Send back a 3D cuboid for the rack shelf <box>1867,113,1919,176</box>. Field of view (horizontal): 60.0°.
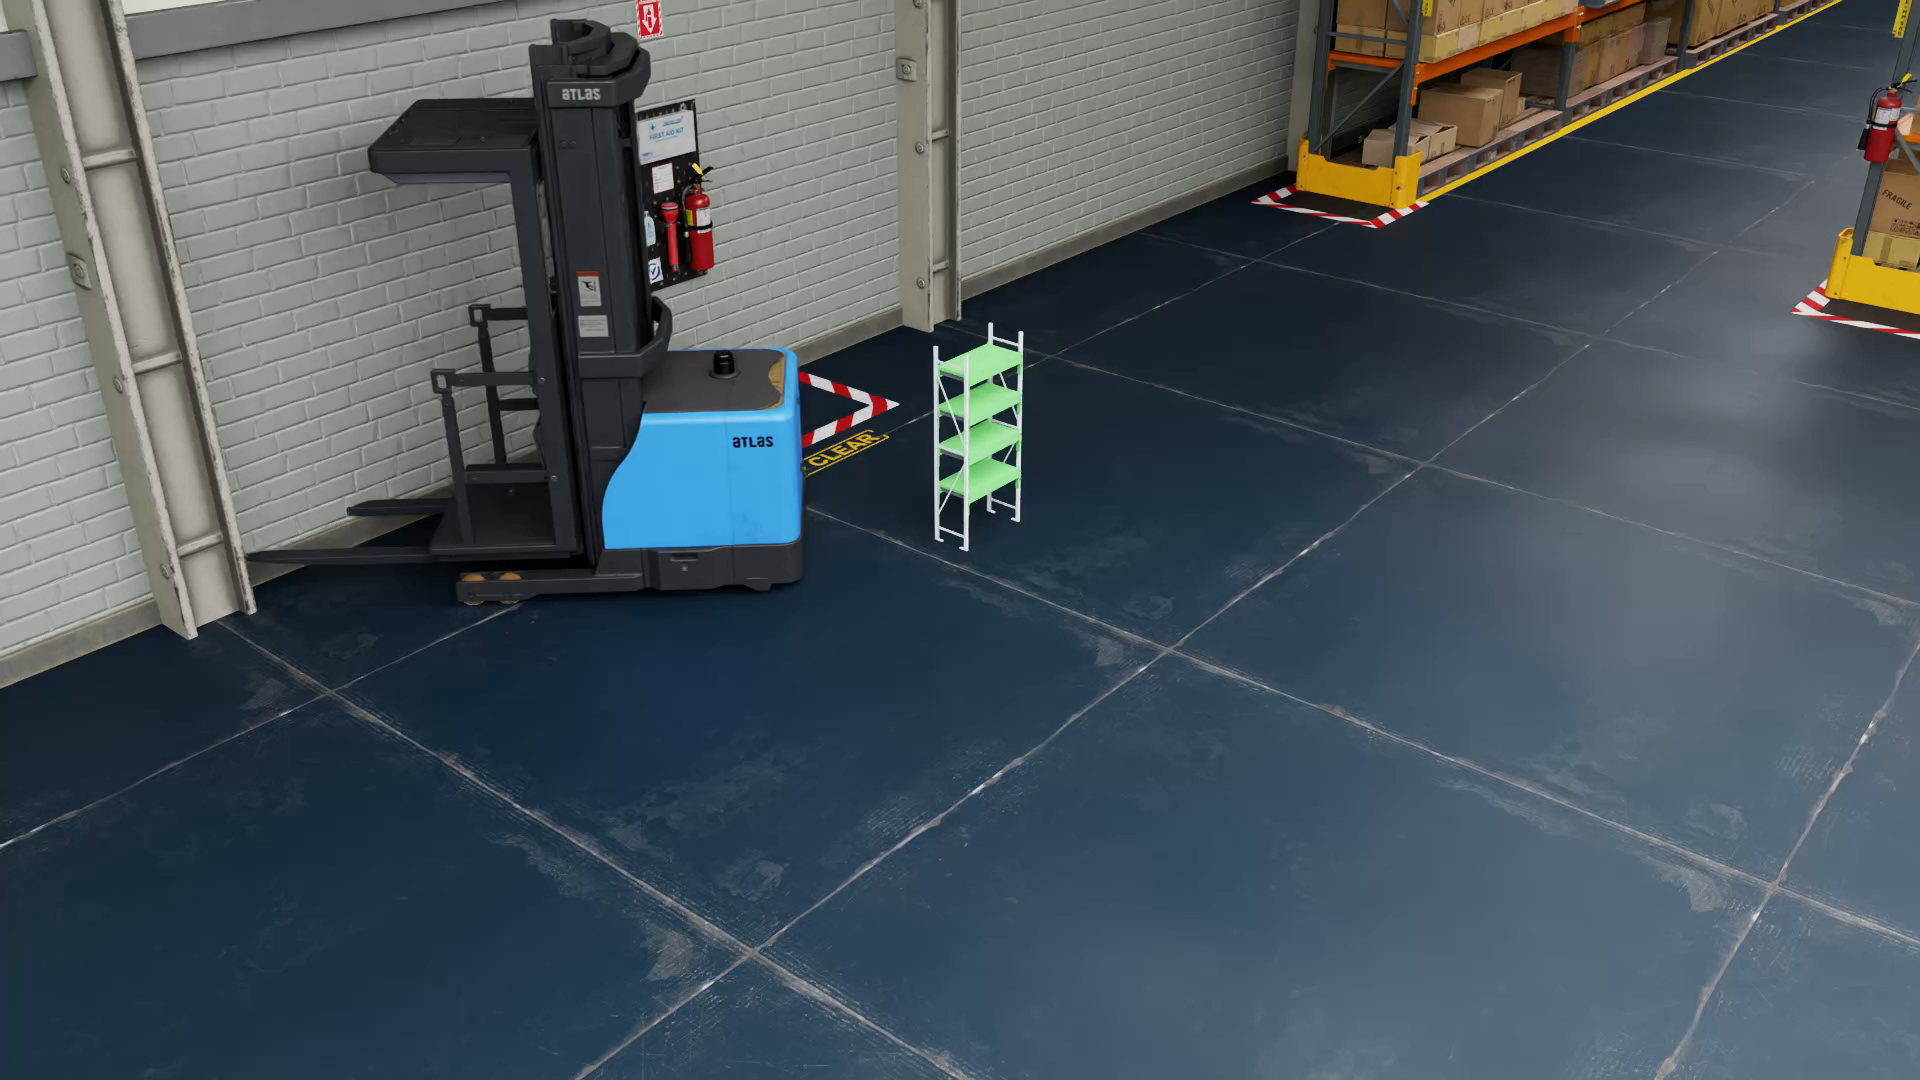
[{"bbox_3d":[8.906,-3.619,14.264,1.077,0.370,4.000,21,34,34],"label":"rack shelf"}]

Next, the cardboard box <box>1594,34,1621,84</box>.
[{"bbox_3d":[7.454,-5.812,19.962,0.700,0.500,0.500,21,34,35],"label":"cardboard box"}]

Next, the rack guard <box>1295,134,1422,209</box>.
[{"bbox_3d":[3.857,-3.593,16.151,1.175,0.500,0.348,21,34,34],"label":"rack guard"}]

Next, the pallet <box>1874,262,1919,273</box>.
[{"bbox_3d":[8.088,-2.275,13.917,1.003,0.211,1.213,21,34,34],"label":"pallet"}]

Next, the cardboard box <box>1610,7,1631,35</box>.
[{"bbox_3d":[7.745,-6.293,20.075,0.500,0.250,0.500,21,34,34],"label":"cardboard box"}]

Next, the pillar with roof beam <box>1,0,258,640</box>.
[{"bbox_3d":[-0.725,-2.329,4.458,9.100,9.000,0.400,21,34,34],"label":"pillar with roof beam"}]

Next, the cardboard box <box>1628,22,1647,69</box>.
[{"bbox_3d":[8.062,-6.178,20.670,0.700,0.500,0.500,21,34,34],"label":"cardboard box"}]

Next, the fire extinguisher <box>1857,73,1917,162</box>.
[{"bbox_3d":[7.200,-3.289,12.928,0.296,0.674,0.183,21,34,34],"label":"fire extinguisher"}]

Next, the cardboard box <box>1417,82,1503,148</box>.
[{"bbox_3d":[5.186,-4.428,17.286,0.700,0.500,0.500,18,33,31],"label":"cardboard box"}]

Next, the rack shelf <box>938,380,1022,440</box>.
[{"bbox_3d":[0.105,-0.748,9.507,0.258,0.148,0.480,21,34,34],"label":"rack shelf"}]

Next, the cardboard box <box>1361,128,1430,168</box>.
[{"bbox_3d":[4.318,-3.896,16.465,0.500,0.311,0.500,17,32,29],"label":"cardboard box"}]

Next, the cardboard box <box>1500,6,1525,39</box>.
[{"bbox_3d":[5.335,-5.244,16.764,0.500,0.250,0.500,21,34,35],"label":"cardboard box"}]

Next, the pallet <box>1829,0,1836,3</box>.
[{"bbox_3d":[13.537,-8.804,26.539,1.003,0.211,1.213,21,34,34],"label":"pallet"}]

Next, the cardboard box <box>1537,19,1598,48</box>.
[{"bbox_3d":[7.086,-5.935,19.384,0.500,0.250,0.500,20,33,33],"label":"cardboard box"}]

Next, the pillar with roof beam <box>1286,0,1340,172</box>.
[{"bbox_3d":[6.908,-6.583,12.682,9.100,9.000,0.400,21,34,34],"label":"pillar with roof beam"}]

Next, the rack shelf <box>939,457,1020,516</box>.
[{"bbox_3d":[0.105,-0.322,9.727,0.258,0.148,0.480,21,34,34],"label":"rack shelf"}]

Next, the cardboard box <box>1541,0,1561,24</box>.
[{"bbox_3d":[5.962,-5.606,17.463,0.500,0.250,0.500,21,34,35],"label":"cardboard box"}]

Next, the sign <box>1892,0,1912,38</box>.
[{"bbox_3d":[7.224,-4.013,12.724,0.100,0.325,0.005,21,34,34],"label":"sign"}]

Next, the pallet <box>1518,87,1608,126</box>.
[{"bbox_3d":[6.847,-5.132,19.441,1.003,0.211,1.213,21,34,34],"label":"pallet"}]

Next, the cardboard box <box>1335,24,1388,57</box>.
[{"bbox_3d":[3.956,-4.841,15.984,0.500,0.250,0.500,21,34,35],"label":"cardboard box"}]

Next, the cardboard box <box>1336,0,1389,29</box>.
[{"bbox_3d":[3.944,-5.181,15.825,0.500,0.500,0.500,20,34,34],"label":"cardboard box"}]

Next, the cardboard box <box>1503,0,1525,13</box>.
[{"bbox_3d":[5.319,-5.573,16.584,0.500,0.500,0.500,22,35,36],"label":"cardboard box"}]

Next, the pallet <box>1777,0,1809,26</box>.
[{"bbox_3d":[11.985,-7.939,24.866,1.003,0.211,1.213,21,34,34],"label":"pallet"}]

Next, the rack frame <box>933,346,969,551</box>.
[{"bbox_3d":[-0.050,-0.505,9.421,0.240,1.200,0.015,21,34,34],"label":"rack frame"}]

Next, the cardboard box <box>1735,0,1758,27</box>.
[{"bbox_3d":[10.565,-7.578,23.016,0.750,0.750,0.750,22,35,36],"label":"cardboard box"}]

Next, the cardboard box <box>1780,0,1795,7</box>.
[{"bbox_3d":[11.996,-8.242,24.681,0.700,0.500,0.500,21,34,35],"label":"cardboard box"}]

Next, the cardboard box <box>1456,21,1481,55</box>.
[{"bbox_3d":[4.683,-4.887,16.073,0.500,0.250,0.500,20,33,33],"label":"cardboard box"}]

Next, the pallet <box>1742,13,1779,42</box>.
[{"bbox_3d":[11.009,-7.397,23.818,1.003,0.211,1.213,21,34,34],"label":"pallet"}]

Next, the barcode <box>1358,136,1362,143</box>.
[{"bbox_3d":[4.021,-4.024,16.701,0.001,0.075,0.075,21,34,34],"label":"barcode"}]

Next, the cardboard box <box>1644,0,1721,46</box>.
[{"bbox_3d":[9.466,-6.967,21.835,0.750,0.750,0.750,20,34,34],"label":"cardboard box"}]

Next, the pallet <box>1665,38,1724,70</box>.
[{"bbox_3d":[9.457,-6.531,22.146,1.003,0.211,1.213,21,34,34],"label":"pallet"}]

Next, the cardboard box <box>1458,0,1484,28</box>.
[{"bbox_3d":[4.666,-5.205,15.872,0.500,0.500,0.500,21,34,35],"label":"cardboard box"}]

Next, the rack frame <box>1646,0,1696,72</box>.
[{"bbox_3d":[8.897,-7.512,21.007,1.000,3.000,0.127,21,34,34],"label":"rack frame"}]

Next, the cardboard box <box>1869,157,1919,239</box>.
[{"bbox_3d":[7.745,-2.805,13.627,0.500,0.500,0.500,21,34,34],"label":"cardboard box"}]

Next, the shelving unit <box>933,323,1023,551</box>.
[{"bbox_3d":[0.105,-0.592,9.588,0.258,1.200,0.503,21,34,34],"label":"shelving unit"}]

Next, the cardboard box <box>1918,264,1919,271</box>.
[{"bbox_3d":[8.146,-2.320,13.506,0.500,0.250,0.500,21,34,34],"label":"cardboard box"}]

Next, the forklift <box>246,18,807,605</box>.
[{"bbox_3d":[-2.403,-1.197,8.875,3.031,2.935,1.130,-2,27,-3],"label":"forklift"}]

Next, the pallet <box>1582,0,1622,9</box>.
[{"bbox_3d":[6.951,-6.238,18.752,1.003,0.211,1.213,21,34,34],"label":"pallet"}]

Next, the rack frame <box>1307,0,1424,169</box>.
[{"bbox_3d":[3.809,-4.676,15.524,1.000,3.000,0.127,21,34,34],"label":"rack frame"}]

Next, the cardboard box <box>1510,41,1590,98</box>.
[{"bbox_3d":[6.808,-5.445,19.253,0.700,0.500,0.500,22,35,36],"label":"cardboard box"}]

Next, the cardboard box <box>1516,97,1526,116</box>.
[{"bbox_3d":[6.036,-4.833,18.432,0.380,0.166,0.250,16,31,28],"label":"cardboard box"}]

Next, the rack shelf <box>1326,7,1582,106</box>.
[{"bbox_3d":[5.081,-5.066,17.060,1.077,0.370,4.000,21,34,34],"label":"rack shelf"}]
